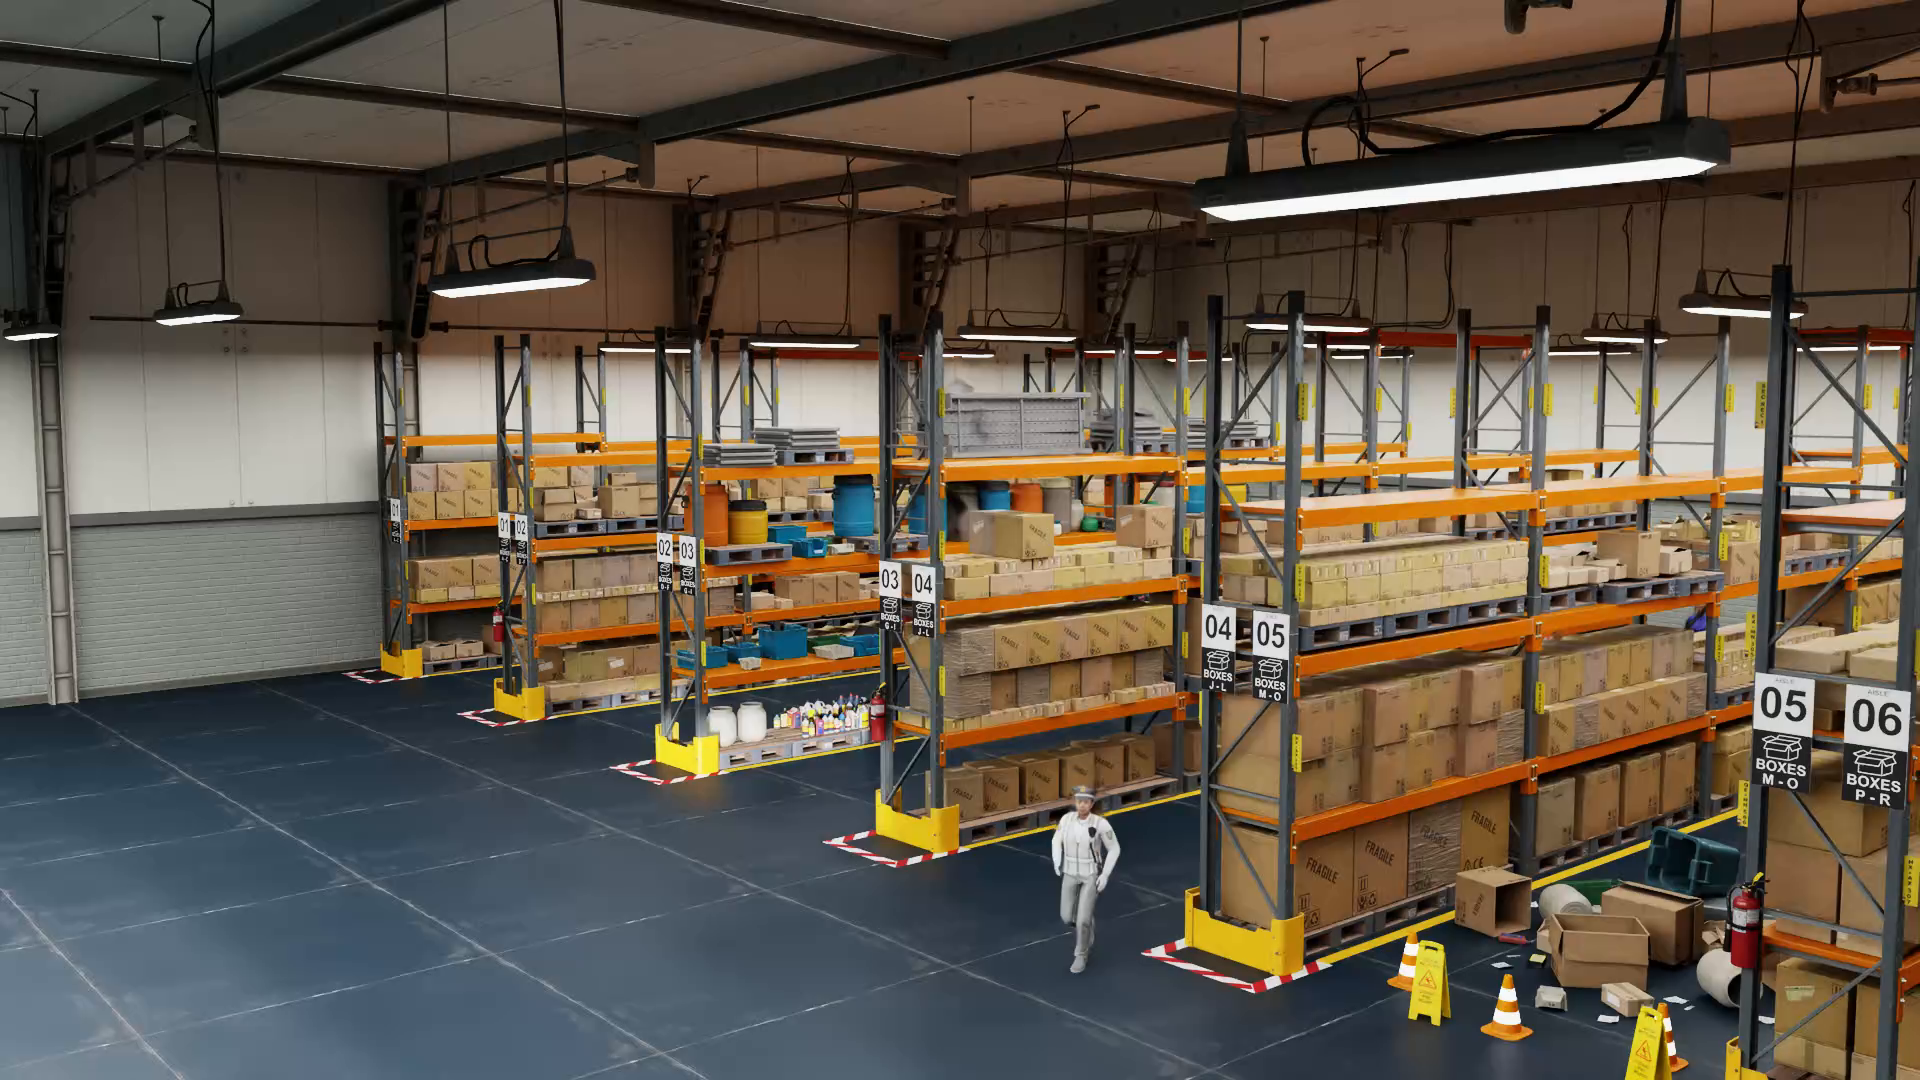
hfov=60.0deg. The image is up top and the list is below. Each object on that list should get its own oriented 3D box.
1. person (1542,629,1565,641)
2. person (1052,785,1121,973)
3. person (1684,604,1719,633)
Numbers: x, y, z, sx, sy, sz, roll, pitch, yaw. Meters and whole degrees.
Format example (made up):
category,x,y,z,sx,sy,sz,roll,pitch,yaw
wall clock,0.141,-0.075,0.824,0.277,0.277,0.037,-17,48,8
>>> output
category,x,y,z,sx,sy,sz,roll,pitch,yaw
person,8.724,2.036,24.346,0.656,1.786,0.987,4,7,39
person,1.113,2.997,14.911,0.655,1.667,0.513,3,6,26
person,12.416,1.870,27.821,0.773,1.553,0.595,-5,7,-45
